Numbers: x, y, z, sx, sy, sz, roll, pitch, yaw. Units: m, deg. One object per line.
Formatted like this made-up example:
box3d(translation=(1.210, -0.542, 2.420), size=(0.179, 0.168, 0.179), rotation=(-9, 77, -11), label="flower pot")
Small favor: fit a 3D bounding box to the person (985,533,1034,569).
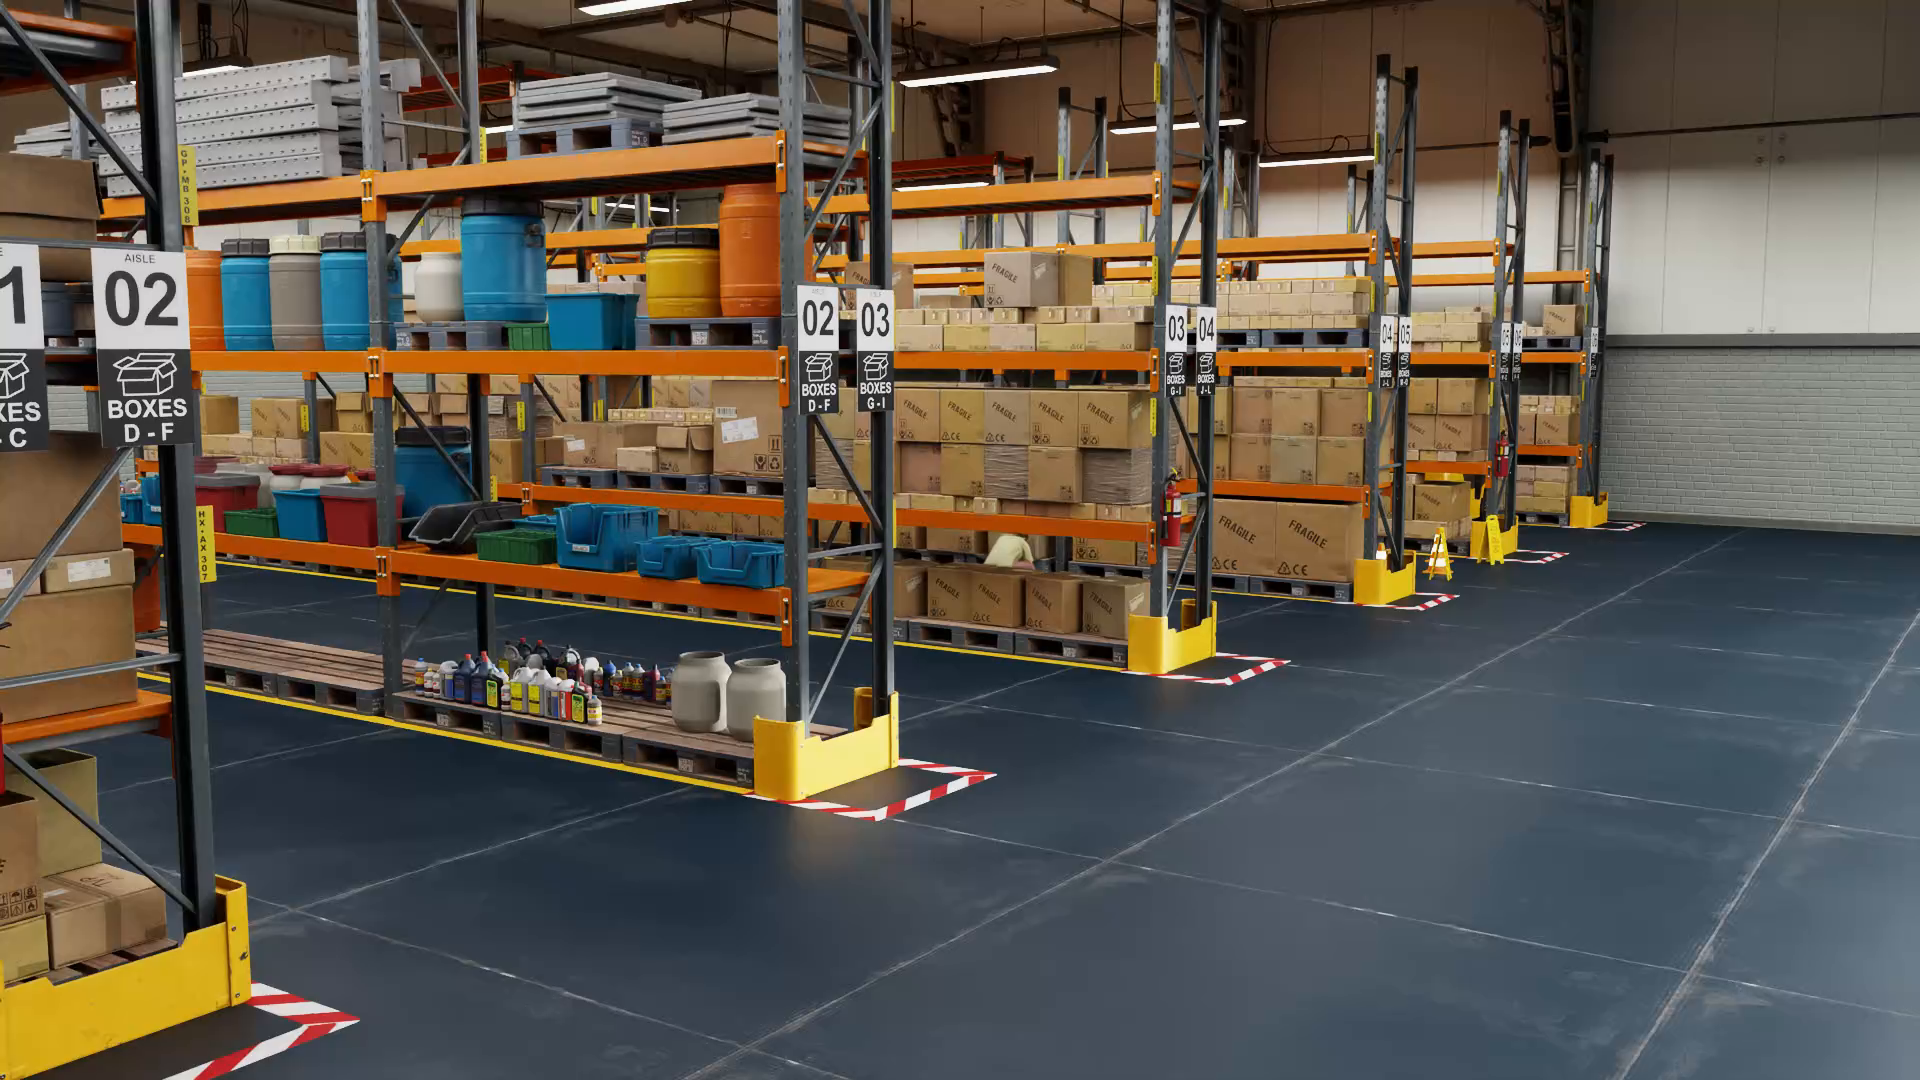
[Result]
box3d(translation=(0.562, 0.287, 18.772), size=(0.471, 0.820, 0.803), rotation=(4, 8, 34), label="person")
